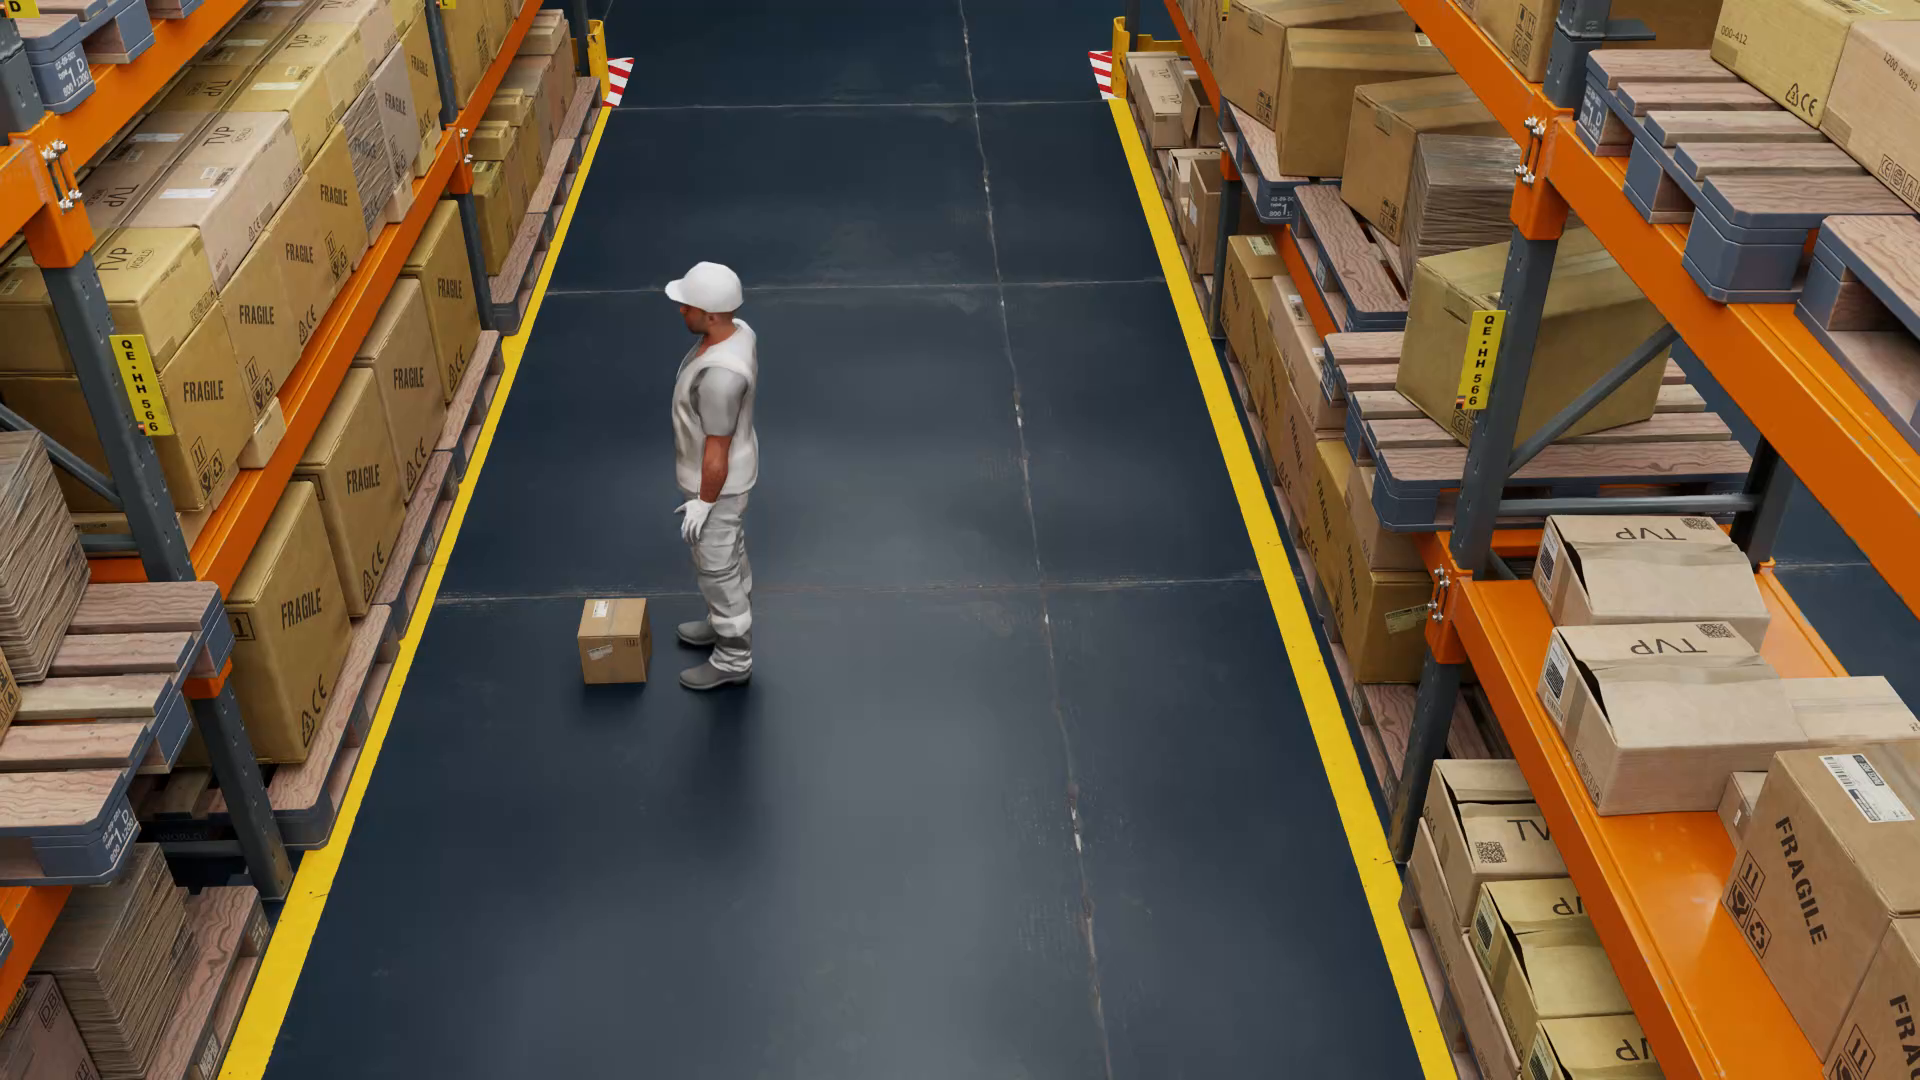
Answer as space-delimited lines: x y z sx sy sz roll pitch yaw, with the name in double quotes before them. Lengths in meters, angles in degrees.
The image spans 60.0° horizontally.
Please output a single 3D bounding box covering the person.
"person" -0.977 -0.246 6.450 0.441 1.809 0.608 -1 35 -2
